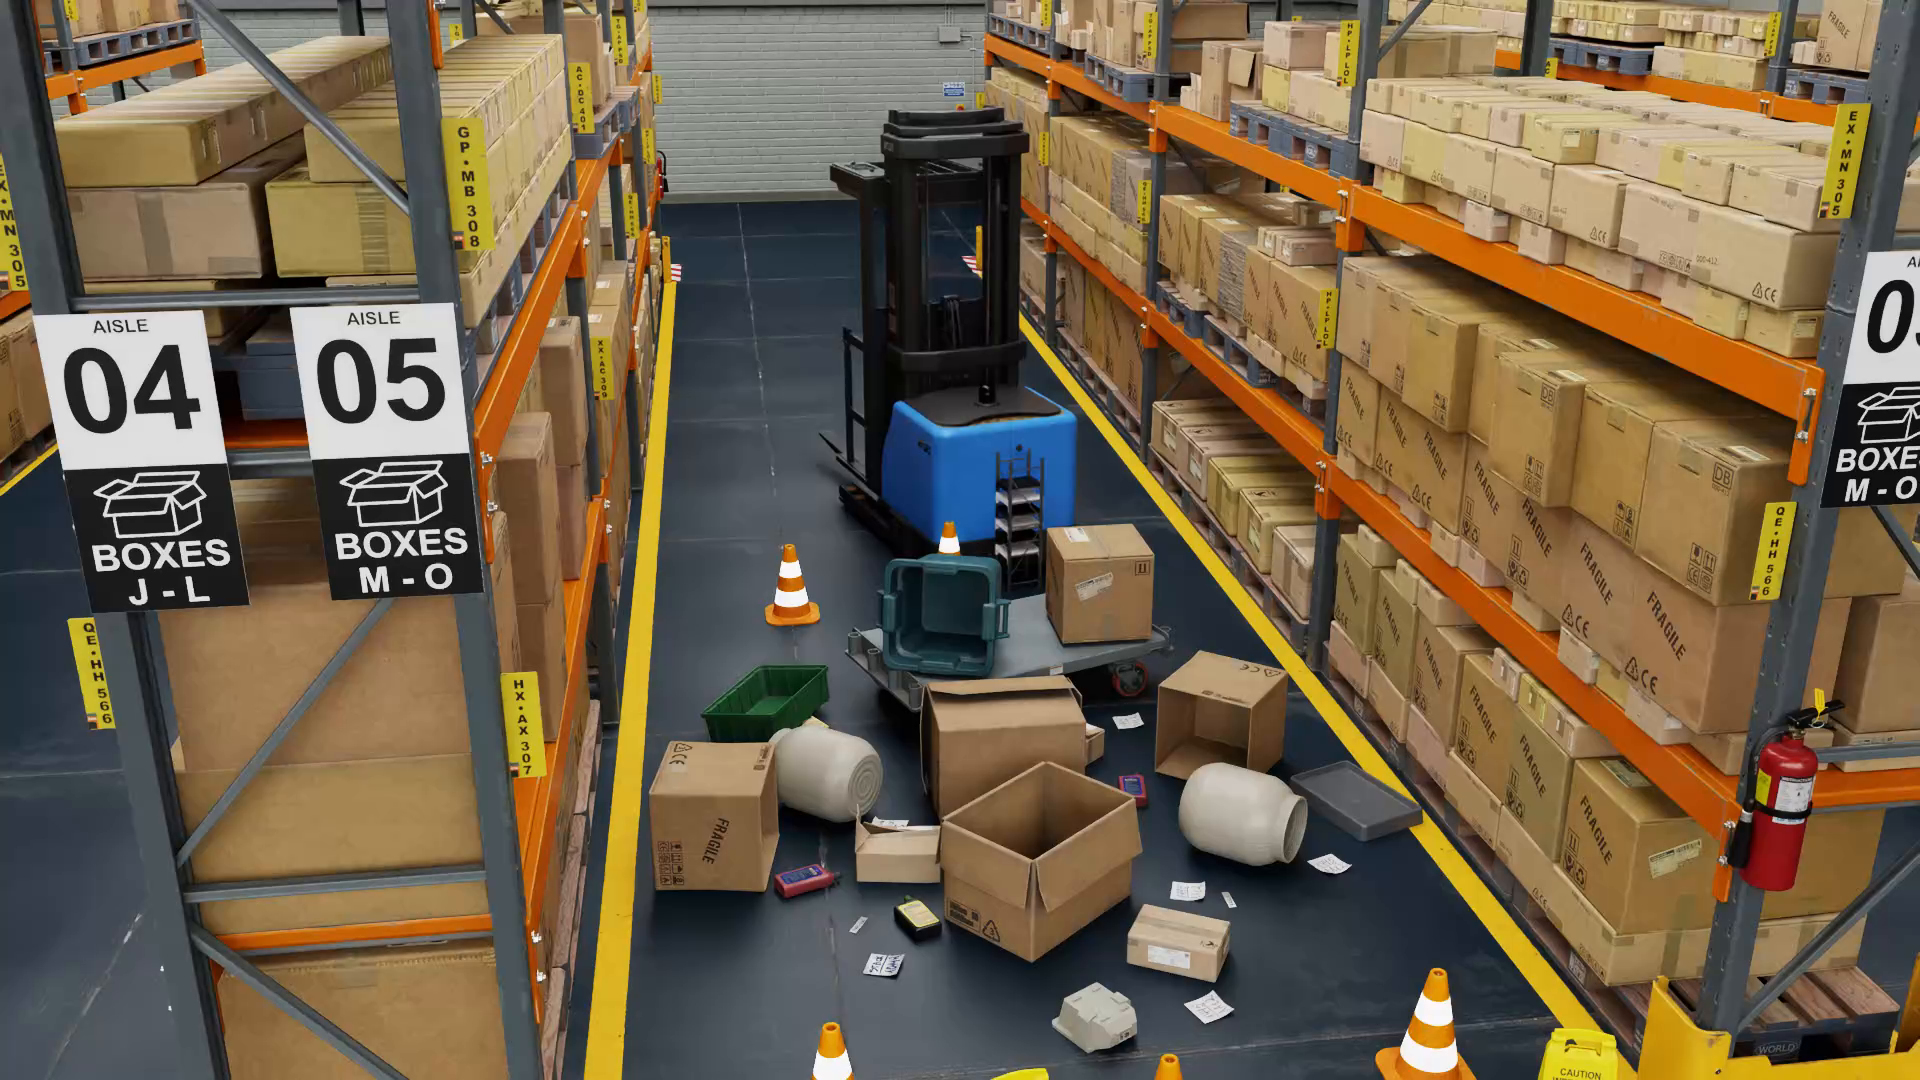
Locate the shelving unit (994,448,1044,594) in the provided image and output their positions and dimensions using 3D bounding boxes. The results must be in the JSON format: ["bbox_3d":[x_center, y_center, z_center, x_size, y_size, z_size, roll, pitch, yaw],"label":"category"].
[{"bbox_3d":[0.381,-0.120,10.749,0.258,0.900,0.210,-8,23,-21],"label":"shelving unit"}]

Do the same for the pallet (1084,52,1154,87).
[{"bbox_3d":[1.643,-3.988,14.089,1.003,0.211,1.213,-2,21,-5],"label":"pallet"}]

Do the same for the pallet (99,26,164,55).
[{"bbox_3d":[-8.710,-5.018,16.704,1.003,0.211,1.213,-3,21,-8],"label":"pallet"}]

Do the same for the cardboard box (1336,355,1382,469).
[{"bbox_3d":[2.317,-0.699,8.732,0.500,0.500,0.500,-3,21,-8],"label":"cardboard box"}]

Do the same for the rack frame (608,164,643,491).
[{"bbox_3d":[-2.931,-1.779,12.193,1.000,3.000,0.127,-3,21,-8],"label":"rack frame"}]

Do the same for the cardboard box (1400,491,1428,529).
[{"bbox_3d":[2.415,-0.173,8.252,0.380,0.149,0.250,-2,21,-6],"label":"cardboard box"}]

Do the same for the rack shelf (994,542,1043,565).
[{"bbox_3d":[0.381,0.079,10.826,0.258,0.077,0.200,-8,23,-21],"label":"rack shelf"}]

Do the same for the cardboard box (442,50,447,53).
[{"bbox_3d":[-2.898,-2.773,9.951,0.500,0.311,0.500,-3,21,-9],"label":"cardboard box"}]

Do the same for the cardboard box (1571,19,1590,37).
[{"bbox_3d":[6.025,-4.842,15.722,0.380,0.149,0.250,-3,21,-7],"label":"cardboard box"}]

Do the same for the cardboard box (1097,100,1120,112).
[{"bbox_3d":[1.587,-4.390,16.685,0.380,0.149,0.250,-3,21,-9],"label":"cardboard box"}]

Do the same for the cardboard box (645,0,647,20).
[{"bbox_3d":[-3.766,-5.972,18.630,0.500,0.250,0.500,-4,21,-9],"label":"cardboard box"}]

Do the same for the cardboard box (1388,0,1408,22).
[{"bbox_3d":[5.504,-6.392,20.046,0.500,0.250,0.500,-3,21,-8],"label":"cardboard box"}]

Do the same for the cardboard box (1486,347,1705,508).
[{"bbox_3d":[2.575,-0.461,6.667,0.700,0.500,0.500,-3,21,-8],"label":"cardboard box"}]

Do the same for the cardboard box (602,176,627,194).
[{"bbox_3d":[-3.144,-3.119,14.689,0.380,0.149,0.250,-3,21,-8],"label":"cardboard box"}]

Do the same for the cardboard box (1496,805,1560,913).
[{"bbox_3d":[2.656,1.351,7.141,0.500,0.250,0.500,-3,21,-8],"label":"cardboard box"}]

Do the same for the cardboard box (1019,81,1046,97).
[{"bbox_3d":[0.845,-4.889,18.019,0.380,0.149,0.250,-3,21,-8],"label":"cardboard box"}]

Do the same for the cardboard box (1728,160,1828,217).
[{"bbox_3d":[2.766,-1.149,5.436,0.380,0.149,0.250,-3,21,-7],"label":"cardboard box"}]

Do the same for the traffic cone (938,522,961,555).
[{"bbox_3d":[-0.066,0.101,10.785,0.336,0.463,0.334,-3,21,-8],"label":"traffic cone"}]

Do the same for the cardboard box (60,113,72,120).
[{"bbox_3d":[-9.052,-4.222,17.451,0.500,0.500,0.500,-3,21,-9],"label":"cardboard box"}]

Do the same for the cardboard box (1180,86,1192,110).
[{"bbox_3d":[1.830,-3.234,12.159,0.380,0.149,0.250,-3,21,-8],"label":"cardboard box"}]

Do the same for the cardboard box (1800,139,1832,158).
[{"bbox_3d":[3.267,-1.355,5.990,0.380,0.149,0.250,-3,21,-8],"label":"cardboard box"}]

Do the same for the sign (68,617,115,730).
[{"bbox_3d":[-2.317,0.360,4.472,0.100,0.325,0.005,-3,21,-8],"label":"sign"}]

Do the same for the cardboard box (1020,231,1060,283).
[{"bbox_3d":[1.134,-3.290,19.300,0.875,0.438,0.875,-2,21,-6],"label":"cardboard box"}]

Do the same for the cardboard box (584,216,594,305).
[{"bbox_3d":[-2.726,-1.786,10.639,0.700,0.500,0.500,-3,21,-9],"label":"cardboard box"}]

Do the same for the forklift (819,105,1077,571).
[{"bbox_3d":[-0.248,-1.597,11.803,1.130,2.935,3.031,-8,22,-21],"label":"forklift"}]

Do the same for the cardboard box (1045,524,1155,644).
[{"bbox_3d":[0.772,0.237,9.284,0.500,0.500,0.500,-3,21,-8],"label":"cardboard box"}]

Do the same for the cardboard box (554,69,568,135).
[{"bbox_3d":[-2.029,-1.955,7.421,0.500,0.250,0.500,-3,21,-8],"label":"cardboard box"}]

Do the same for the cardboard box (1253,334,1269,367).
[{"bbox_3d":[2.049,-1.190,10.374,0.380,0.149,0.250,-3,21,-7],"label":"cardboard box"}]

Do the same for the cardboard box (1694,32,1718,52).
[{"bbox_3d":[6.465,-4.215,14.071,0.380,0.149,0.250,-3,21,-8],"label":"cardboard box"}]

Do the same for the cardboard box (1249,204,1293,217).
[{"bbox_3d":[2.379,-2.125,11.950,0.500,0.500,0.500,-3,21,-9],"label":"cardboard box"}]

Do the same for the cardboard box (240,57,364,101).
[{"bbox_3d":[-2.454,-1.715,6.210,0.380,0.149,0.250,-3,21,-8],"label":"cardboard box"}]

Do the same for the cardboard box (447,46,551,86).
[{"bbox_3d":[-1.879,-1.927,6.778,0.380,0.149,0.250,-3,21,-7],"label":"cardboard box"}]

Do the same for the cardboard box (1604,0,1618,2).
[{"bbox_3d":[6.505,-5.185,16.215,0.380,0.149,0.250,-3,21,-7],"label":"cardboard box"}]

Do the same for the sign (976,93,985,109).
[{"bbox_3d":[0.250,-5.250,20.136,0.100,0.325,0.005,-3,21,-8],"label":"sign"}]

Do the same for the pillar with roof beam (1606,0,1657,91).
[{"bbox_3d":[2.819,-6.580,16.473,9.100,9.000,0.400,-3,21,-8],"label":"pillar with roof beam"}]

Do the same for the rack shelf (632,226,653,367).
[{"bbox_3d":[-3.219,-2.135,14.173,1.077,0.370,4.000,-3,21,-8],"label":"rack shelf"}]

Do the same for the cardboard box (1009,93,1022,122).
[{"bbox_3d":[0.823,-4.639,18.279,0.500,0.500,0.500,-3,21,-8],"label":"cardboard box"}]

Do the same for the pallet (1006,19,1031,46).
[{"bbox_3d":[1.096,-5.518,18.042,1.003,0.211,1.213,-3,21,-8],"label":"pallet"}]

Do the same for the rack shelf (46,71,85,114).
[{"bbox_3d":[-8.142,-3.325,13.072,1.077,0.370,4.000,-3,21,-8],"label":"rack shelf"}]

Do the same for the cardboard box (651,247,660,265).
[{"bbox_3d":[-3.546,-3.162,18.520,0.380,0.149,0.250,-2,21,-6],"label":"cardboard box"}]

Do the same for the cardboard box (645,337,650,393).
[{"bbox_3d":[-3.008,-1.591,14.661,0.500,0.500,0.500,-3,21,-9],"label":"cardboard box"}]

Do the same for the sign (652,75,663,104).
[{"bbox_3d":[-3.532,-5.261,19.407,0.100,0.325,0.005,-3,21,-8],"label":"sign"}]

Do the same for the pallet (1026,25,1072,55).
[{"bbox_3d":[1.269,-5.096,16.913,1.003,0.211,1.213,-3,21,-8],"label":"pallet"}]

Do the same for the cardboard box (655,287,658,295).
[{"bbox_3d":[-3.545,-2.793,18.382,0.380,0.149,0.250,-3,21,-7],"label":"cardboard box"}]

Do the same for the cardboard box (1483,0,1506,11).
[{"bbox_3d":[5.895,-5.747,17.603,0.500,0.250,0.500,-3,21,-9],"label":"cardboard box"}]

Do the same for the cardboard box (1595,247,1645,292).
[{"bbox_3d":[2.651,-1.044,6.296,0.380,0.149,0.250,-3,21,-8],"label":"cardboard box"}]

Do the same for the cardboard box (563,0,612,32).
[{"bbox_3d":[-2.791,-3.922,12.407,0.396,0.266,0.258,-3,21,-8],"label":"cardboard box"}]

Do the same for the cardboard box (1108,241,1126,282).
[{"bbox_3d":[1.534,-2.332,13.886,0.500,0.250,0.500,-3,21,-7],"label":"cardboard box"}]

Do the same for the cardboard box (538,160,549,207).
[{"bbox_3d":[-1.800,-1.374,6.438,0.380,0.149,0.250,-3,21,-8],"label":"cardboard box"}]

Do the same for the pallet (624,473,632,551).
[{"bbox_3d":[-2.892,-0.196,11.940,1.003,0.211,1.213,-3,21,-8],"label":"pallet"}]

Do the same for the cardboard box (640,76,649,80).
[{"bbox_3d":[-3.699,-4.882,18.504,0.500,0.500,0.500,-4,21,-10],"label":"cardboard box"}]

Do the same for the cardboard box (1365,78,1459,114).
[{"bbox_3d":[2.252,-2.214,8.290,0.380,0.149,0.250,-3,21,-9],"label":"cardboard box"}]

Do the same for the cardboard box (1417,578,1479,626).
[{"bbox_3d":[2.423,0.292,7.977,0.380,0.149,0.250,-2,21,-5],"label":"cardboard box"}]

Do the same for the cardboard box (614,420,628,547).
[{"bbox_3d":[-2.803,-0.404,11.126,1.050,0.750,0.750,-3,21,-7],"label":"cardboard box"}]

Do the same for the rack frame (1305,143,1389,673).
[{"bbox_3d":[2.529,-0.679,9.247,1.000,3.000,0.127,-3,21,-8],"label":"rack frame"}]

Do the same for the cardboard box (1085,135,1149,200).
[{"bbox_3d":[1.406,-3.270,14.612,0.500,0.500,0.500,-3,21,-9],"label":"cardboard box"}]

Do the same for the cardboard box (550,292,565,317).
[{"bbox_3d":[-2.335,-0.841,7.923,0.875,0.550,0.550,-3,21,-8],"label":"cardboard box"}]

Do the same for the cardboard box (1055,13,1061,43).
[{"bbox_3d":[1.102,-4.797,15.577,0.396,0.266,0.258,-3,21,-8],"label":"cardboard box"}]

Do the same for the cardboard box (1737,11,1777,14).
[{"bbox_3d":[6.928,-4.471,14.331,0.380,0.149,0.250,-3,21,-8],"label":"cardboard box"}]
